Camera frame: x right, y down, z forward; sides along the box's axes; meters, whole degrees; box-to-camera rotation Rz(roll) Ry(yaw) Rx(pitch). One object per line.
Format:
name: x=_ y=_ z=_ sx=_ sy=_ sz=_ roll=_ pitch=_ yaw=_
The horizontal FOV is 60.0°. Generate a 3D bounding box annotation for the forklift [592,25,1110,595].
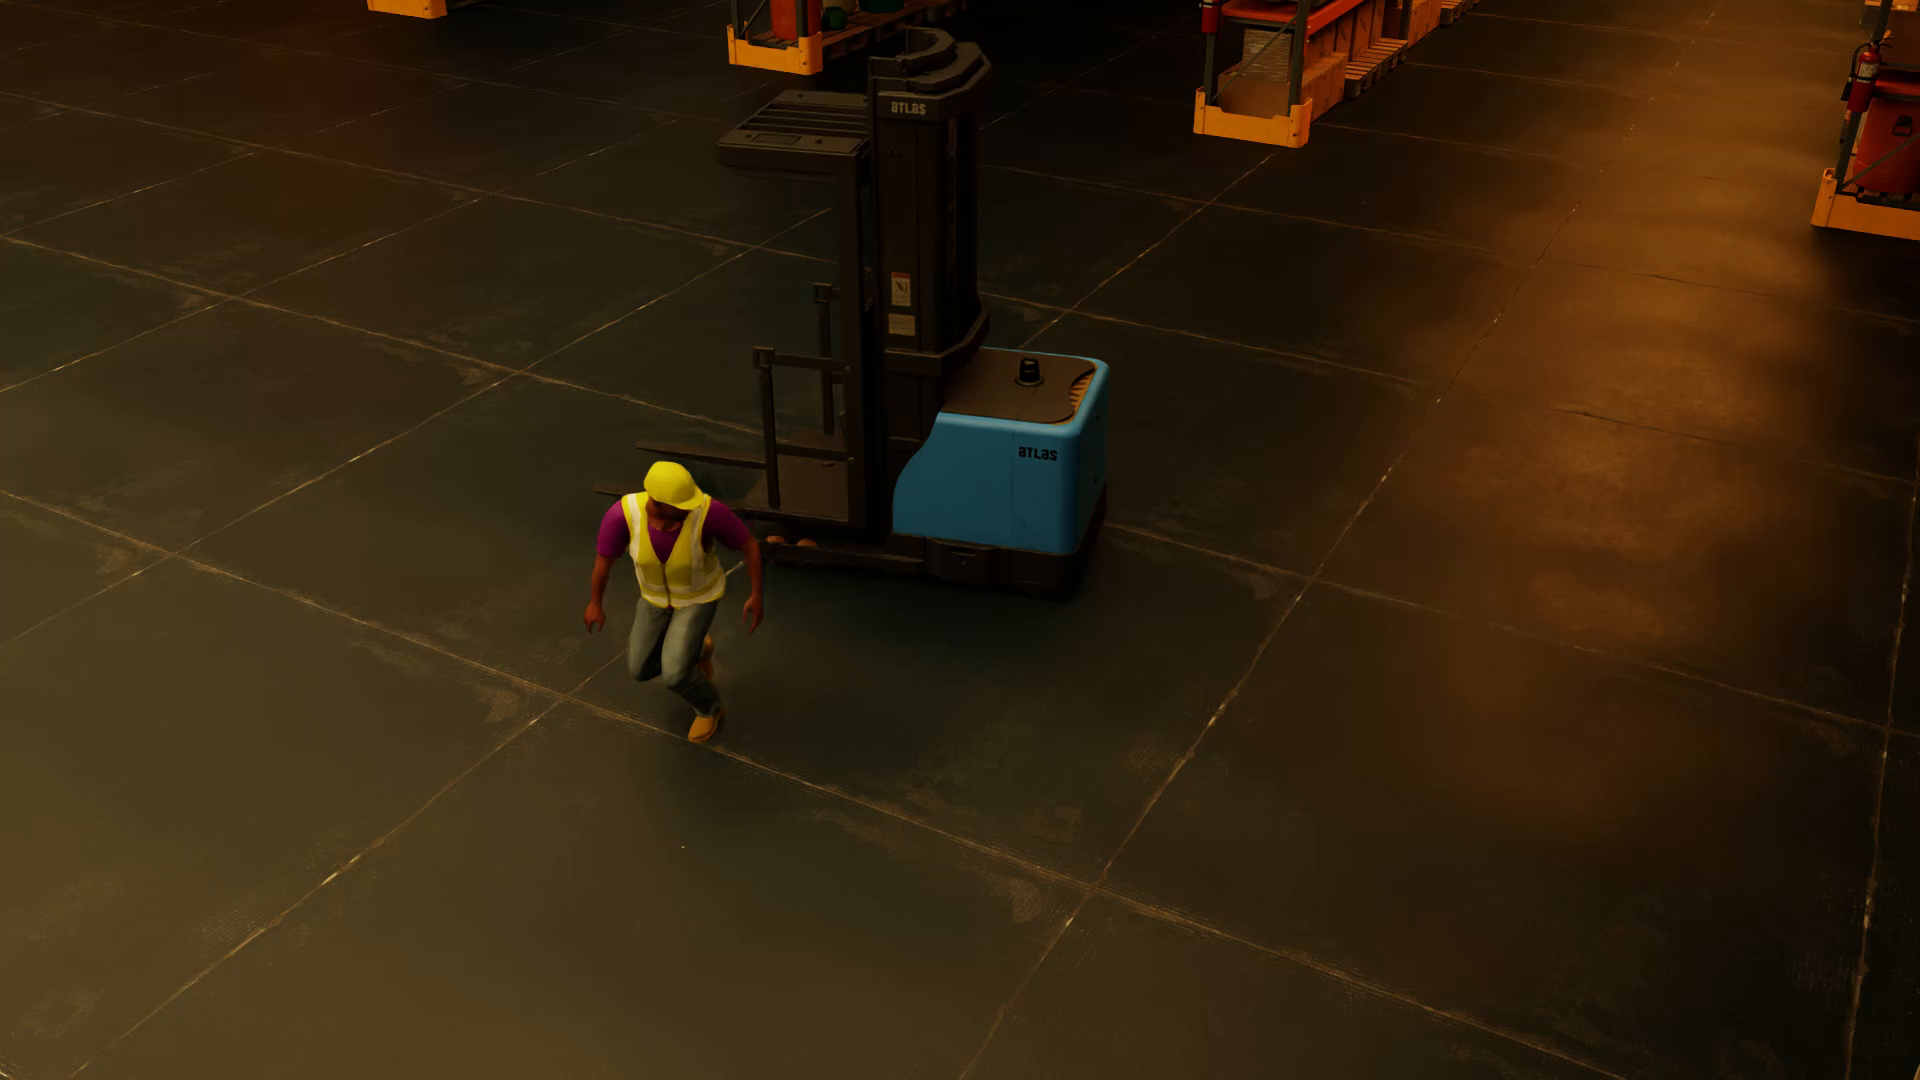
forklift: x=-0.690 y=-1.351 z=9.411 sx=3.031 sy=2.935 sz=1.130 roll=8 pitch=31 yaw=13

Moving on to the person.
person: x=-1.360 y=0.220 z=8.089 sx=0.872 sy=1.555 sz=0.647 roll=8 pitch=31 yaw=14
